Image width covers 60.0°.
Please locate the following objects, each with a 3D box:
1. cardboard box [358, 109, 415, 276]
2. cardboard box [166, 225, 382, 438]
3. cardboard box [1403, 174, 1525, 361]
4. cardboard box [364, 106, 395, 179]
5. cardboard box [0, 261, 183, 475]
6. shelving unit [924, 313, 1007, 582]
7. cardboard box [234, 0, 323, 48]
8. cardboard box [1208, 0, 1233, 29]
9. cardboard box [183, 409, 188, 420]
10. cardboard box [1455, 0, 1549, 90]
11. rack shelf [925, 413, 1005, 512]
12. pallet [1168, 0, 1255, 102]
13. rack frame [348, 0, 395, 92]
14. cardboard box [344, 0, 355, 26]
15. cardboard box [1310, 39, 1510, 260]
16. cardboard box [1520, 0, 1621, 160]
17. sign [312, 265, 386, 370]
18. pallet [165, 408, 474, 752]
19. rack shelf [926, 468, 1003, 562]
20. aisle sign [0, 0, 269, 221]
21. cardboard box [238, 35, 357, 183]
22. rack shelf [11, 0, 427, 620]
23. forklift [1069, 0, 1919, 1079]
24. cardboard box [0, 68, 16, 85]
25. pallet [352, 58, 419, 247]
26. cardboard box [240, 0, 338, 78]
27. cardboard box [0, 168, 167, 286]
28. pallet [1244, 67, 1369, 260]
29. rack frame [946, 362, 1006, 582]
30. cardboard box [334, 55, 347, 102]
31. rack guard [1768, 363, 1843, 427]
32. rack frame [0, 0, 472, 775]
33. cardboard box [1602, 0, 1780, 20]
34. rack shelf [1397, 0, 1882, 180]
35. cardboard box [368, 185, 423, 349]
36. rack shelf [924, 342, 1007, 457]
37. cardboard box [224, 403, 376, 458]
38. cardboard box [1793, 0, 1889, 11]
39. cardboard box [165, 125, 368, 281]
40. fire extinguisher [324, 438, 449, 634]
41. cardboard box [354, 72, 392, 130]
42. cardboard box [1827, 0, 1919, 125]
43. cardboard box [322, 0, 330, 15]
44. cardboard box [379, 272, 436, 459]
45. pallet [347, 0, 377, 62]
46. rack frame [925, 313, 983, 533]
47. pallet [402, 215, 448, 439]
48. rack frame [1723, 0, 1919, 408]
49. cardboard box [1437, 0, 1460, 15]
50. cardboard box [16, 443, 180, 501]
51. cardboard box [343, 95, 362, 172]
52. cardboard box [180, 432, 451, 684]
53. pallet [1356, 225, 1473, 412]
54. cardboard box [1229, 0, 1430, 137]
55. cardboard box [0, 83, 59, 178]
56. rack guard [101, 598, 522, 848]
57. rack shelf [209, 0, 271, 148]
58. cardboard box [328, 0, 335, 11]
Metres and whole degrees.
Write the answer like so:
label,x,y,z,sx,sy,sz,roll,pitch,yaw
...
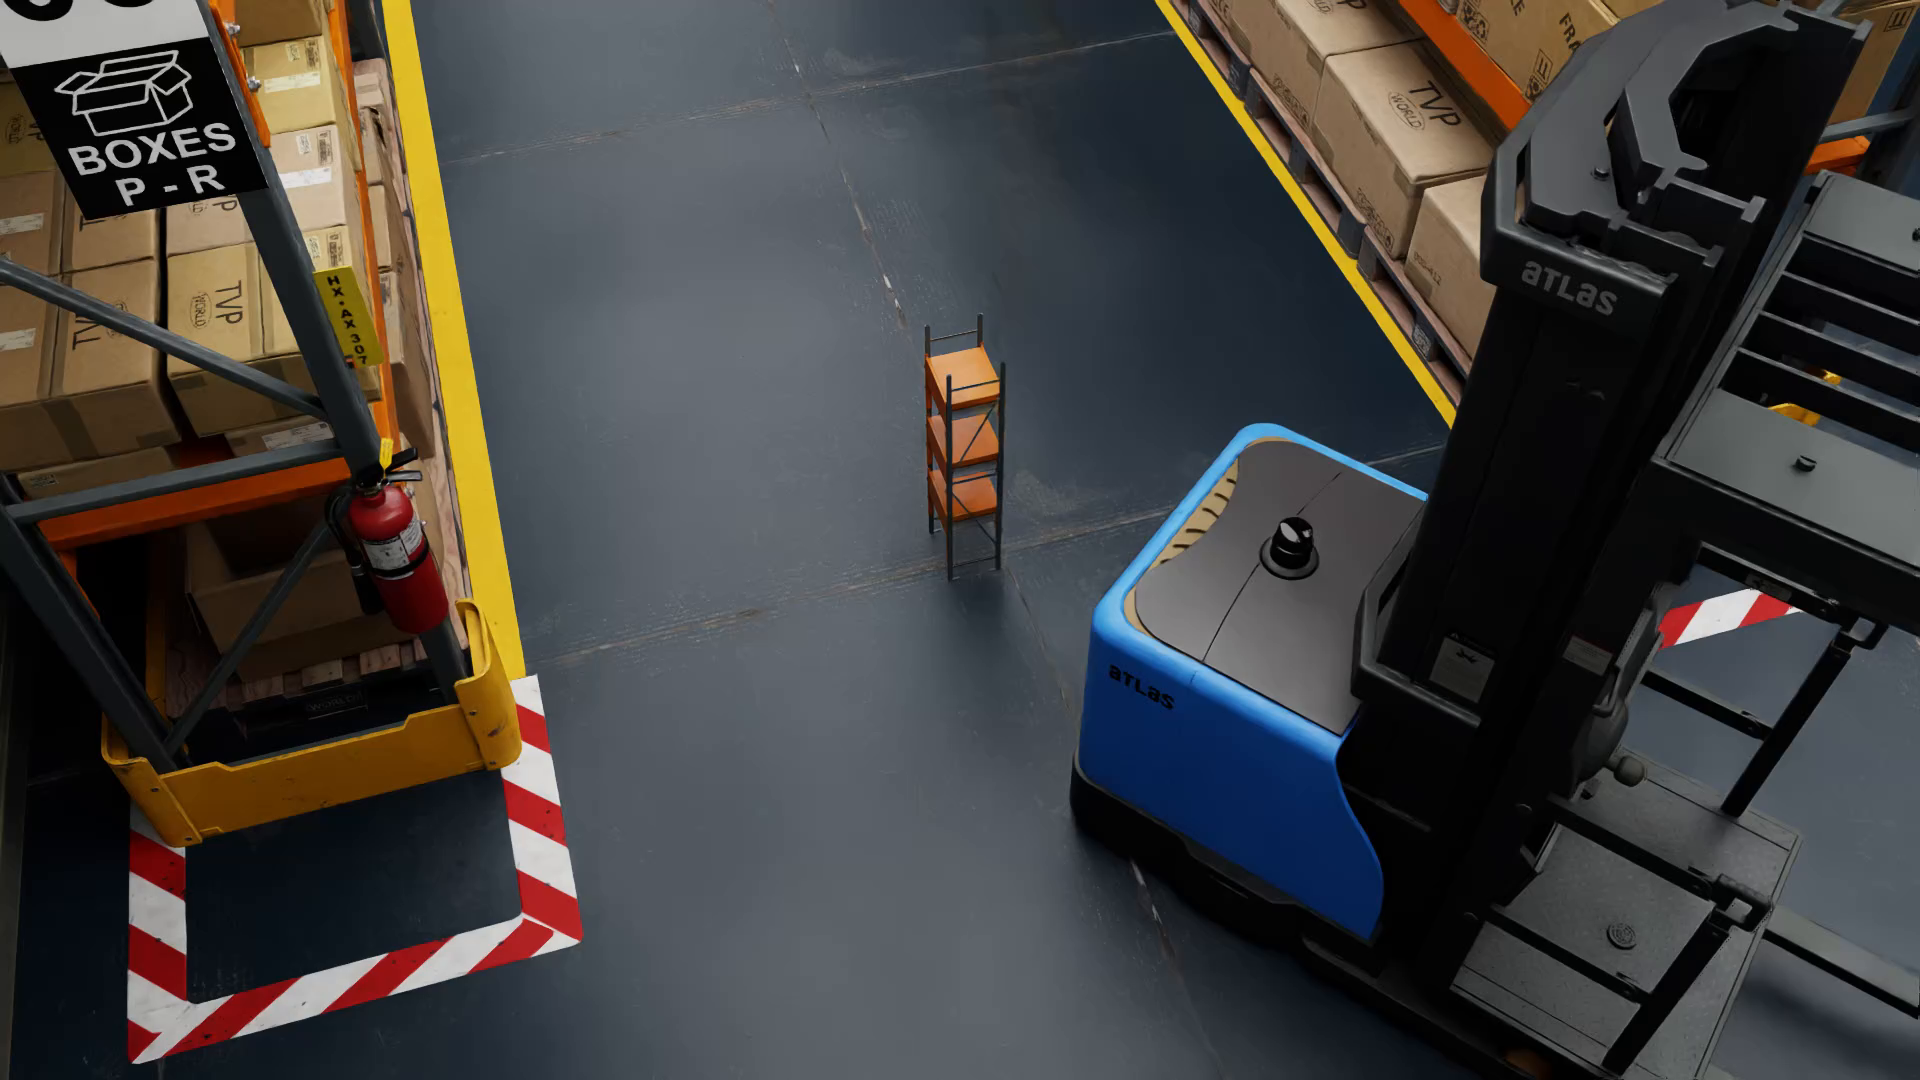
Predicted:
label,x,y,z,sx,sy,sz,roll,pitch,yaw
cardboard box,-2.672,-1.345,6.782,0.700,0.500,0.500,-15,52,-12
cardboard box,-1.935,-0.595,4.693,0.500,0.250,0.500,-13,51,-11
cardboard box,2.391,-1.049,6.574,0.875,0.438,0.875,-15,51,-12
cardboard box,-2.691,-1.730,7.260,0.396,0.266,0.258,-12,51,-10
cardboard box,-2.448,-0.479,4.595,0.500,0.250,0.500,-12,51,-10
shelving unit,0.016,-0.299,5.816,0.215,1.050,0.252,-13,51,-11
cardboard box,-2.379,-1.932,5.330,0.500,0.500,0.500,-12,51,-10
cardboard box,1.582,-3.029,8.242,0.875,0.438,0.875,-14,51,-12
cardboard box,-2.429,-0.455,4.836,0.380,0.149,0.250,-12,51,-10
cardboard box,2.152,-1.975,5.888,0.500,0.500,0.500,-14,51,-12
rack shelf,0.016,-0.292,5.824,0.215,0.259,0.240,-13,51,-11
pallet,1.649,-2.730,8.413,1.003,0.211,1.213,-13,51,-11
rack frame,-3.241,-3.077,6.882,1.000,3.000,0.127,-13,51,-11
cardboard box,-3.170,-2.811,8.018,0.500,0.500,0.500,-11,51,-9
cardboard box,2.113,-1.716,7.136,0.875,0.438,0.875,-12,51,-10
cardboard box,2.287,-1.605,5.576,0.500,0.500,0.500,-13,51,-11
sign,-1.540,-0.557,4.192,0.100,0.325,0.005,-13,51,-11
pallet,-2.318,0.106,6.023,1.003,0.211,1.213,-13,51,-11
rack shelf,0.016,-0.113,6.036,0.215,0.259,0.240,-13,51,-11
aisle sign,-1.758,-1.010,3.439,0.394,0.787,0.004,-13,51,-11
cardboard box,-2.238,-1.333,5.315,0.500,0.250,0.500,-14,51,-12
rack shelf,-2.650,-1.384,5.926,1.077,0.370,4.000,-13,51,-11
forklift,1.858,0.306,4.075,3.031,2.935,1.130,28,55,22
cardboard box,-2.896,-1.600,5.541,0.500,0.250,0.500,-13,51,-11
pallet,-3.039,-1.676,7.525,1.003,0.211,1.213,-13,51,-11
cardboard box,-2.409,-1.702,5.626,0.500,0.250,0.500,-15,51,-12
cardboard box,-2.599,-0.856,4.913,0.500,0.250,0.500,-13,51,-11
pallet,2.014,-1.837,7.661,1.003,0.211,1.213,-13,51,-11
rack frame,0.052,-0.210,5.741,0.200,1.050,0.008,-13,51,-11
cardboard box,-2.325,-1.516,5.731,0.380,0.149,0.250,-12,51,-10
rack guard,2.689,-0.457,6.308,1.175,0.500,0.348,-13,51,-11
rack frame,-2.059,-0.155,4.419,1.000,3.000,0.127,-13,51,-11
cardboard box,2.312,-1.933,5.198,0.500,0.500,0.500,-12,51,-10
rack shelf,2.091,-2.509,6.874,1.077,0.370,4.000,-13,51,-11
cardboard box,-2.425,-0.995,6.487,0.500,0.500,0.500,-12,51,-10
rack shelf,0.016,-0.475,5.607,0.215,0.259,0.240,-13,51,-11
cardboard box,-1.894,-0.377,4.770,0.380,0.149,0.250,-14,51,-11
cardboard box,2.812,-2.050,5.297,0.500,0.500,0.500,-14,51,-12
cardboard box,-2.085,-0.963,5.004,0.500,0.250,0.500,-13,51,-11
fire extinguisher,-1.574,-0.007,4.589,0.296,0.674,0.183,-13,51,-11
cardboard box,-2.796,-1.953,7.524,0.380,0.149,0.250,-15,51,-12
cardboard box,2.814,-1.728,5.680,0.500,0.500,0.500,-14,51,-11
cardboard box,-2.561,-2.078,5.943,0.500,0.250,0.500,-14,51,-11
cardboard box,-2.365,-0.586,6.143,0.700,0.500,0.500,-11,51,-9
pallet,-3.518,-2.764,8.442,1.003,0.211,1.213,-13,51,-11
rack frame,-0.020,-0.388,5.891,0.200,1.050,0.008,-13,51,-11
pallet,-2.675,-0.784,6.773,1.003,0.211,1.213,-13,51,-11
rack frame,2.682,-1.280,5.368,1.000,3.000,0.127,-13,51,-11
cardboard box,1.991,-2.349,6.203,0.500,0.500,0.500,-12,51,-10
cardboard box,-2.413,-0.256,4.668,0.380,0.149,0.250,-14,51,-11
cardboard box,-2.227,-1.329,5.573,0.380,0.149,0.250,-15,51,-12
cardboard box,-2.149,0.046,5.608,0.797,0.503,0.637,-15,52,-12
pallet,2.371,-0.948,6.911,1.003,0.211,1.213,-13,51,-11
cardboard box,1.848,-2.375,7.691,0.875,0.438,0.875,-15,51,-12
cardboard box,-2.741,-1.218,5.219,0.500,0.250,0.500,-12,51,-10
rack guard,-2.081,0.595,5.422,1.175,0.500,0.348,-13,51,-11
rack shelf,-2.650,-2.351,4.779,1.077,0.370,4.000,-13,51,-11
cardboard box,-2.554,-2.073,6.200,0.380,0.149,0.250,-14,51,-12
